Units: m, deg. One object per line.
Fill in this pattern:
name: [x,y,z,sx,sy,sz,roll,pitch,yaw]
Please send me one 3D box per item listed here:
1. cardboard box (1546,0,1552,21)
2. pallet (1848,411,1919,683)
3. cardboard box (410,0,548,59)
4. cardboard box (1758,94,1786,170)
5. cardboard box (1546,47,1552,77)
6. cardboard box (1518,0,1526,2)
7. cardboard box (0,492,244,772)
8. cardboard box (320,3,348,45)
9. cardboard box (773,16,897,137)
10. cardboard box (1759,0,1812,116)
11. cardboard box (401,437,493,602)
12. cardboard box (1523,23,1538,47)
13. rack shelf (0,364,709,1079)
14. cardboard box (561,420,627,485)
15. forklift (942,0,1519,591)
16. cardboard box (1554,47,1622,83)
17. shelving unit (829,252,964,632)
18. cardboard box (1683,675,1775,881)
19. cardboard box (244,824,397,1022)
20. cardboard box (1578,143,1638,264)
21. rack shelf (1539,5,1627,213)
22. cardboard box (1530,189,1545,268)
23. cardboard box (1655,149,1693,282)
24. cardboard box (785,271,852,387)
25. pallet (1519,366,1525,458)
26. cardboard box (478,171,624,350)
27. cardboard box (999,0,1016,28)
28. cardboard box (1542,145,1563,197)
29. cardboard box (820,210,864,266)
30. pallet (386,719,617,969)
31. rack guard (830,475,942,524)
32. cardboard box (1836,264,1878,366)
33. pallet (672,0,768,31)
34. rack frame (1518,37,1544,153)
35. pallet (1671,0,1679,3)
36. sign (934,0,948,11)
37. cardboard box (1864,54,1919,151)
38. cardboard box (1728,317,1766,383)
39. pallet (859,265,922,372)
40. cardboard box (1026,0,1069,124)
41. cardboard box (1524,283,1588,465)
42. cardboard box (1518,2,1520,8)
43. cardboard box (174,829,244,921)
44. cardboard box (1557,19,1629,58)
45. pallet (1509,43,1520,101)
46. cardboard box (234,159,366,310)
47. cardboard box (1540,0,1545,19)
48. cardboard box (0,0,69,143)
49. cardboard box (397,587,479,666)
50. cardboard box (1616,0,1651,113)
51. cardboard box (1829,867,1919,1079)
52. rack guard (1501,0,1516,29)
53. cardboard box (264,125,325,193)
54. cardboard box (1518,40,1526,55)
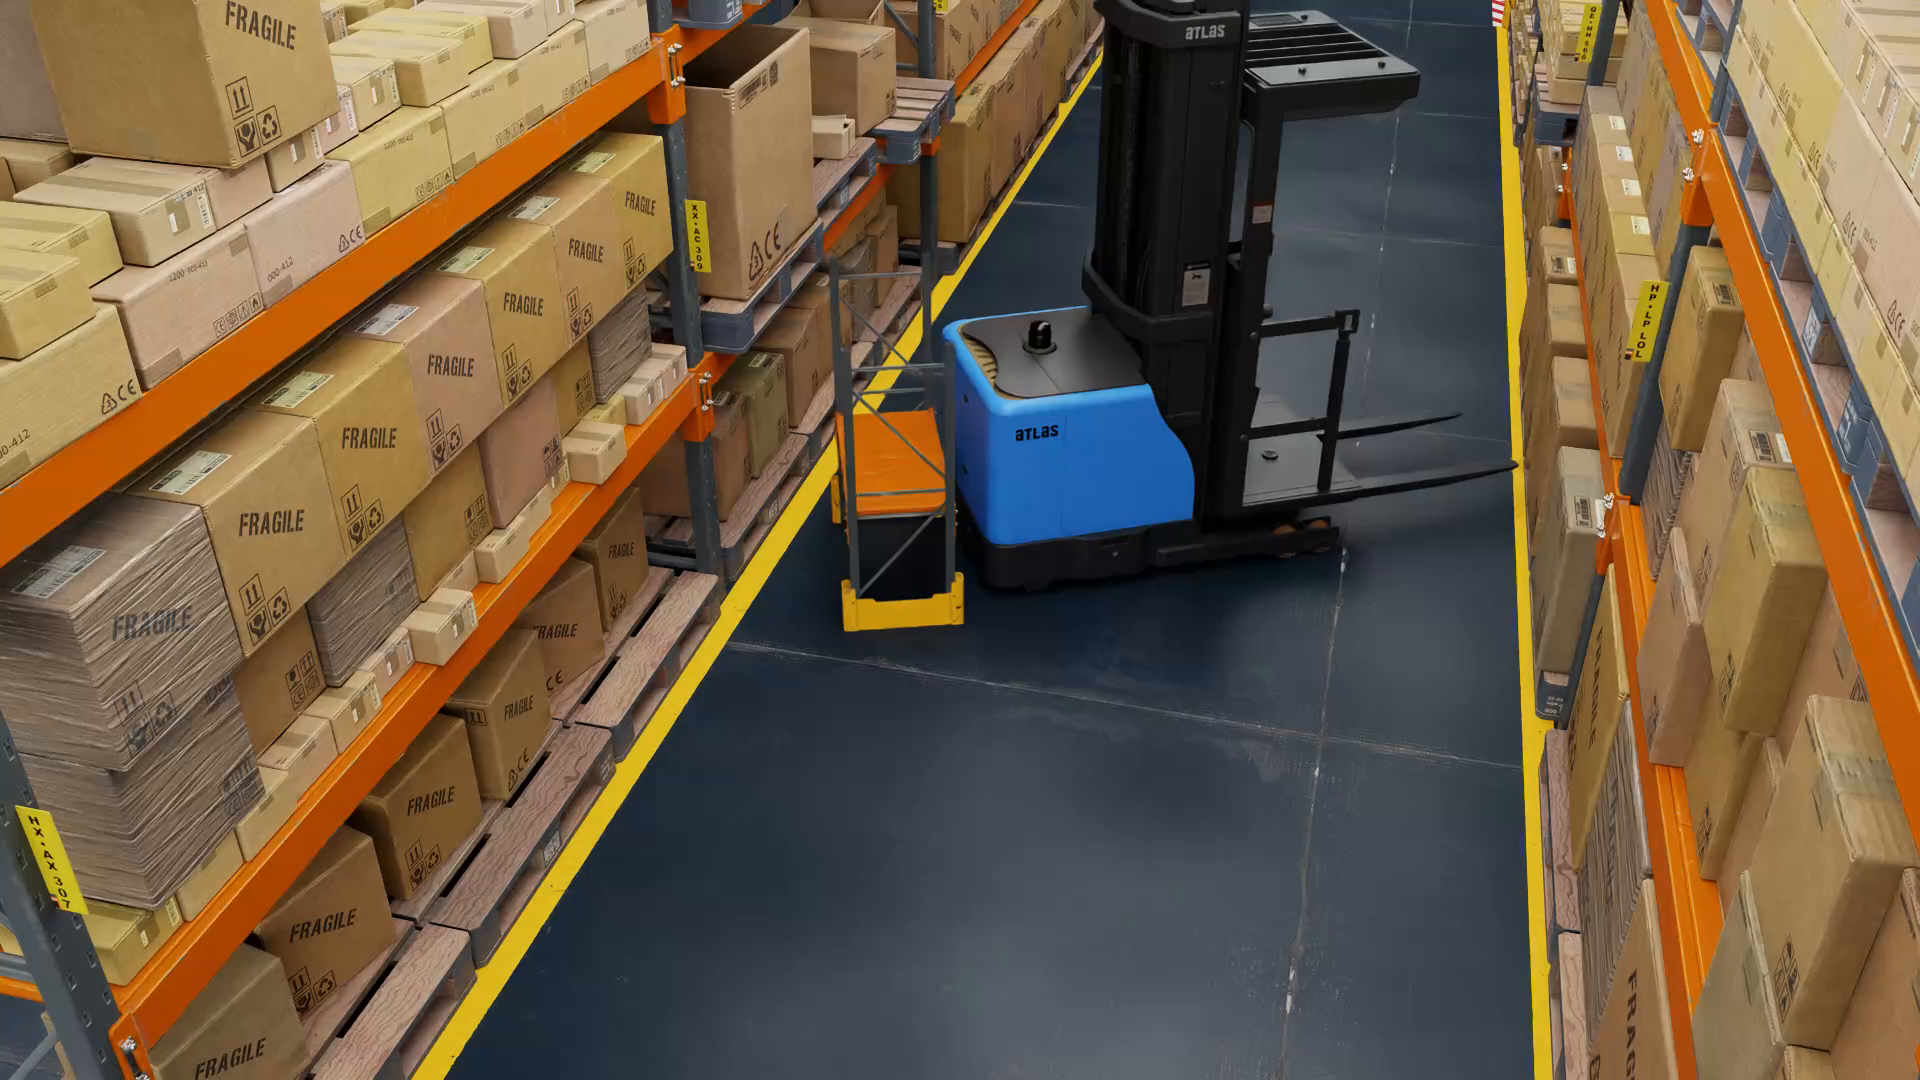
cardboard box: [4.130,-3.555,11.111,0.380,0.149,0.250,9,34,14]
pallet: [2.268,0.166,2.979,1.003,0.211,1.213,8,33,12]
cardboard box: [-1.651,-1.770,5.711,0.380,0.149,0.250,7,33,11]
cardboard box: [2.491,-1.137,4.696,0.380,0.149,0.250,8,33,12]
cardboard box: [3.930,-3.022,10.551,0.380,0.149,0.250,9,33,13]
cardboard box: [5.547,-5.248,15.921,0.380,0.149,0.250,8,33,12]
cardboard box: [-2.279,0.216,4.313,0.500,0.500,0.500,8,33,12]
cardboard box: [-2.311,-1.721,5.634,0.380,0.149,0.250,7,33,11]
cardboard box: [-0.795,-2.728,9.761,0.700,0.500,0.500,13,35,19]
cardboard box: [2.584,-1.364,4.682,0.500,0.250,0.500,8,33,12]
cardboard box: [-2.198,-0.183,5.872,0.875,0.500,0.500,8,33,12]
cardboard box: [5.177,-4.436,14.644,0.380,0.149,0.250,6,33,10]
rack shelf: [-2.174,0.319,6.122,1.077,0.370,4.000,8,33,12]
cardboard box: [-1.587,-0.370,6.770,0.380,0.149,0.250,8,33,12]
forklift: [1.469,-1.410,8.236,3.031,2.935,1.130,-8,33,-13]
cardboard box: [3.805,-2.885,10.058,0.380,0.149,0.250,9,33,13]
shelving unit: [-0.334,-0.492,8.126,0.587,1.500,1.083,-4,33,-6]
cardboard box: [2.617,0.677,4.750,0.875,0.550,0.500,8,33,12]
cardboard box: [-2.389,1.295,5.856,0.500,0.500,0.500,17,36,25]
cardboard box: [3.490,-1.690,8.520,0.500,0.500,0.500,8,33,12]
rack shelf: [4.628,-3.104,11.508,1.077,0.370,4.000,8,33,12]
cardboard box: [4.170,-2.138,11.256,0.500,0.500,0.500,9,34,14]
cardboard box: [3.354,-1.284,6.949,0.700,0.500,0.500,7,33,12]
cardboard box: [-1.068,-1.294,9.909,0.700,0.500,0.500,11,34,16]
pallet: [3.847,-0.795,9.803,1.003,0.211,1.213,8,33,12]
cardboard box: [-1.641,-1.081,6.352,0.500,0.500,0.500,8,33,12]
cardboard box: [0.119,-4.149,12.387,0.500,0.500,0.500,8,33,13]
cardboard box: [4.158,-2.463,11.068,0.500,0.250,0.500,8,33,13]
cardboard box: [-0.918,-1.917,10.190,0.500,0.250,0.500,12,34,18]
pallet: [-2.111,1.143,6.755,1.003,0.211,1.213,8,33,12]
rack guard: [-0.392,-0.230,8.879,0.587,0.250,0.087,-4,33,-6]
cardboard box: [2.169,-0.476,3.656,0.380,0.149,0.250,8,33,13]
pallet: [-1.407,-2.515,7.289,1.213,0.211,1.003,8,33,12]
rack frame: [5.135,-4.446,12.947,1.000,3.000,0.127,8,33,12]
pallet: [3.727,-2.634,7.478,1.003,0.211,1.213,10,34,15]
sign: [-0.125,-3.484,10.429,0.100,0.325,0.005,8,33,12]
cardboard box: [2.234,-0.947,3.654,0.380,0.149,0.250,8,33,13]
cardboard box: [2.951,-0.325,5.320,0.875,0.550,0.550,8,33,12]
pallet: [-0.852,-1.516,10.938,1.003,0.211,1.213,8,33,12]
cardboard box: [0.220,-4.119,14.023,1.225,0.875,0.875,8,33,13]
cardboard box: [3.660,-0.840,8.981,1.050,0.750,0.750,9,33,13]
cardboard box: [5.645,-5.250,16.201,0.380,0.149,0.250,8,33,12]
cardboard box: [-2.297,0.917,4.746,0.380,0.149,0.250,8,33,12]
cardboard box: [3.801,-3.009,9.976,0.380,0.149,0.250,7,33,10]
pallet: [5.579,-4.257,15.250,1.003,0.211,1.213,8,33,12]
cardboard box: [-2.055,-0.889,4.696,0.500,0.250,0.500,8,33,12]
cardboard box: [4.264,-3.697,11.612,0.380,0.149,0.250,7,33,12]
cardboard box: [-2.533,-1.430,4.571,0.500,0.500,0.500,8,33,12]
cardboard box: [-1.905,0.279,5.749,0.380,0.149,0.250,8,33,12]
cardboard box: [3.997,-2.603,9.023,0.700,0.500,0.500,8,33,12]
cardboard box: [2.222,1.075,3.117,0.875,0.550,0.550,8,33,12]
rack guard: [6.131,-5.427,16.821,1.175,0.500,0.348,8,33,12]
cardboard box: [-2.026,-1.099,4.655,0.380,0.149,0.250,7,33,10]
cardboard box: [5.328,-4.463,15.240,0.380,0.149,0.250,8,33,12]
